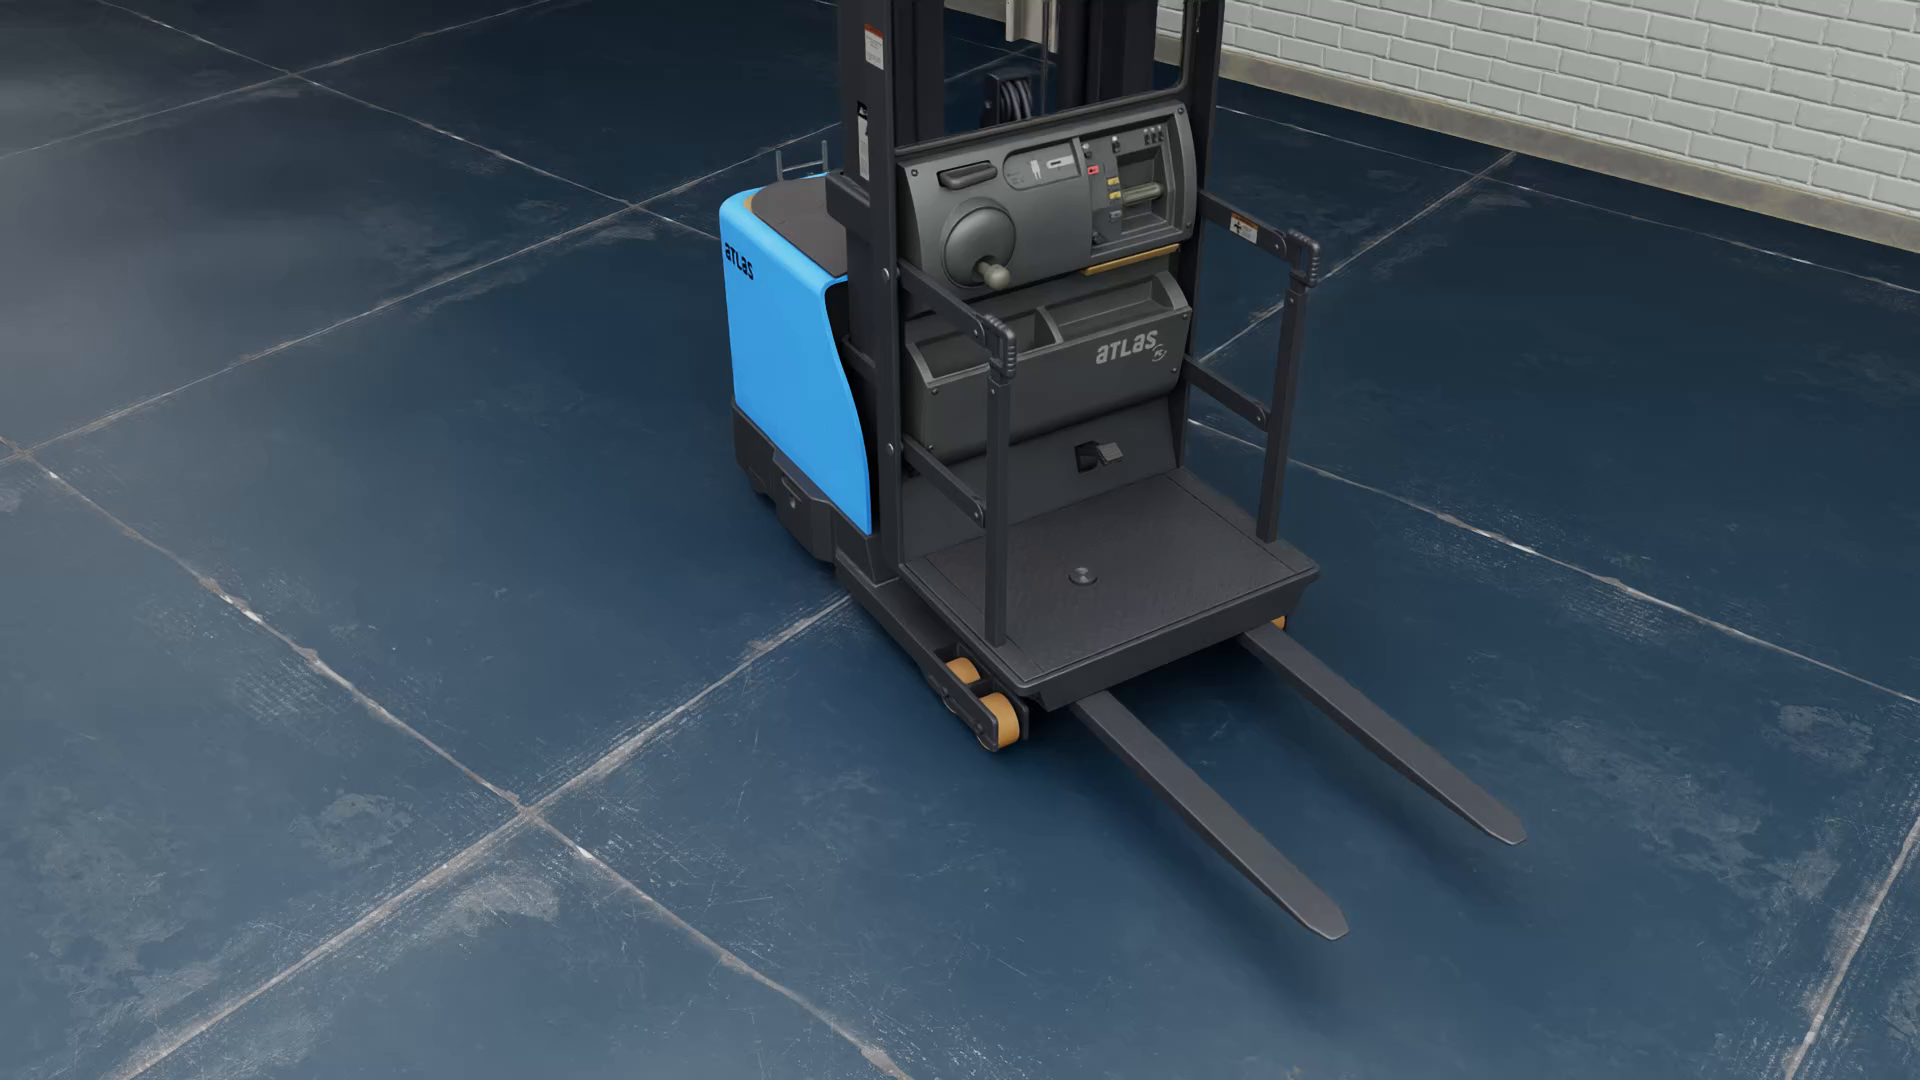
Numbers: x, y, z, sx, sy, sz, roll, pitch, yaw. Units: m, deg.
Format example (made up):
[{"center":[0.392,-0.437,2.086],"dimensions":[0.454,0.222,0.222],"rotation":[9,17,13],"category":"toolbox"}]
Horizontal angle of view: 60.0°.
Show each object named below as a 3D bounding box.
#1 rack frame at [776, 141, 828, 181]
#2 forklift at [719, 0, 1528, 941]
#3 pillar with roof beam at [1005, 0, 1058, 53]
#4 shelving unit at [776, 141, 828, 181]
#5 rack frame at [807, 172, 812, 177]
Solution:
[{"center":[-0.564,-0.972,6.238],"dimensions":[0.200,1.050,0.008],"rotation":[-19,38,-25],"category":"rack frame"},{"center":[0.381,-0.898,4.468],"dimensions":[1.130,2.935,3.031],"rotation":[-19,39,-26],"category":"forklift"},{"center":[-2.231,-4.912,4.953],"dimensions":[0.400,9.000,9.100],"rotation":[25,42,32],"category":"pillar with roof beam"},{"center":[-0.501,-0.914,6.151],"dimensions":[0.215,1.050,0.252],"rotation":[-19,38,-25],"category":"shelving unit"},{"center":[-0.438,-0.857,6.064],"dimensions":[0.200,1.050,0.008],"rotation":[-19,38,-25],"category":"rack frame"}]
